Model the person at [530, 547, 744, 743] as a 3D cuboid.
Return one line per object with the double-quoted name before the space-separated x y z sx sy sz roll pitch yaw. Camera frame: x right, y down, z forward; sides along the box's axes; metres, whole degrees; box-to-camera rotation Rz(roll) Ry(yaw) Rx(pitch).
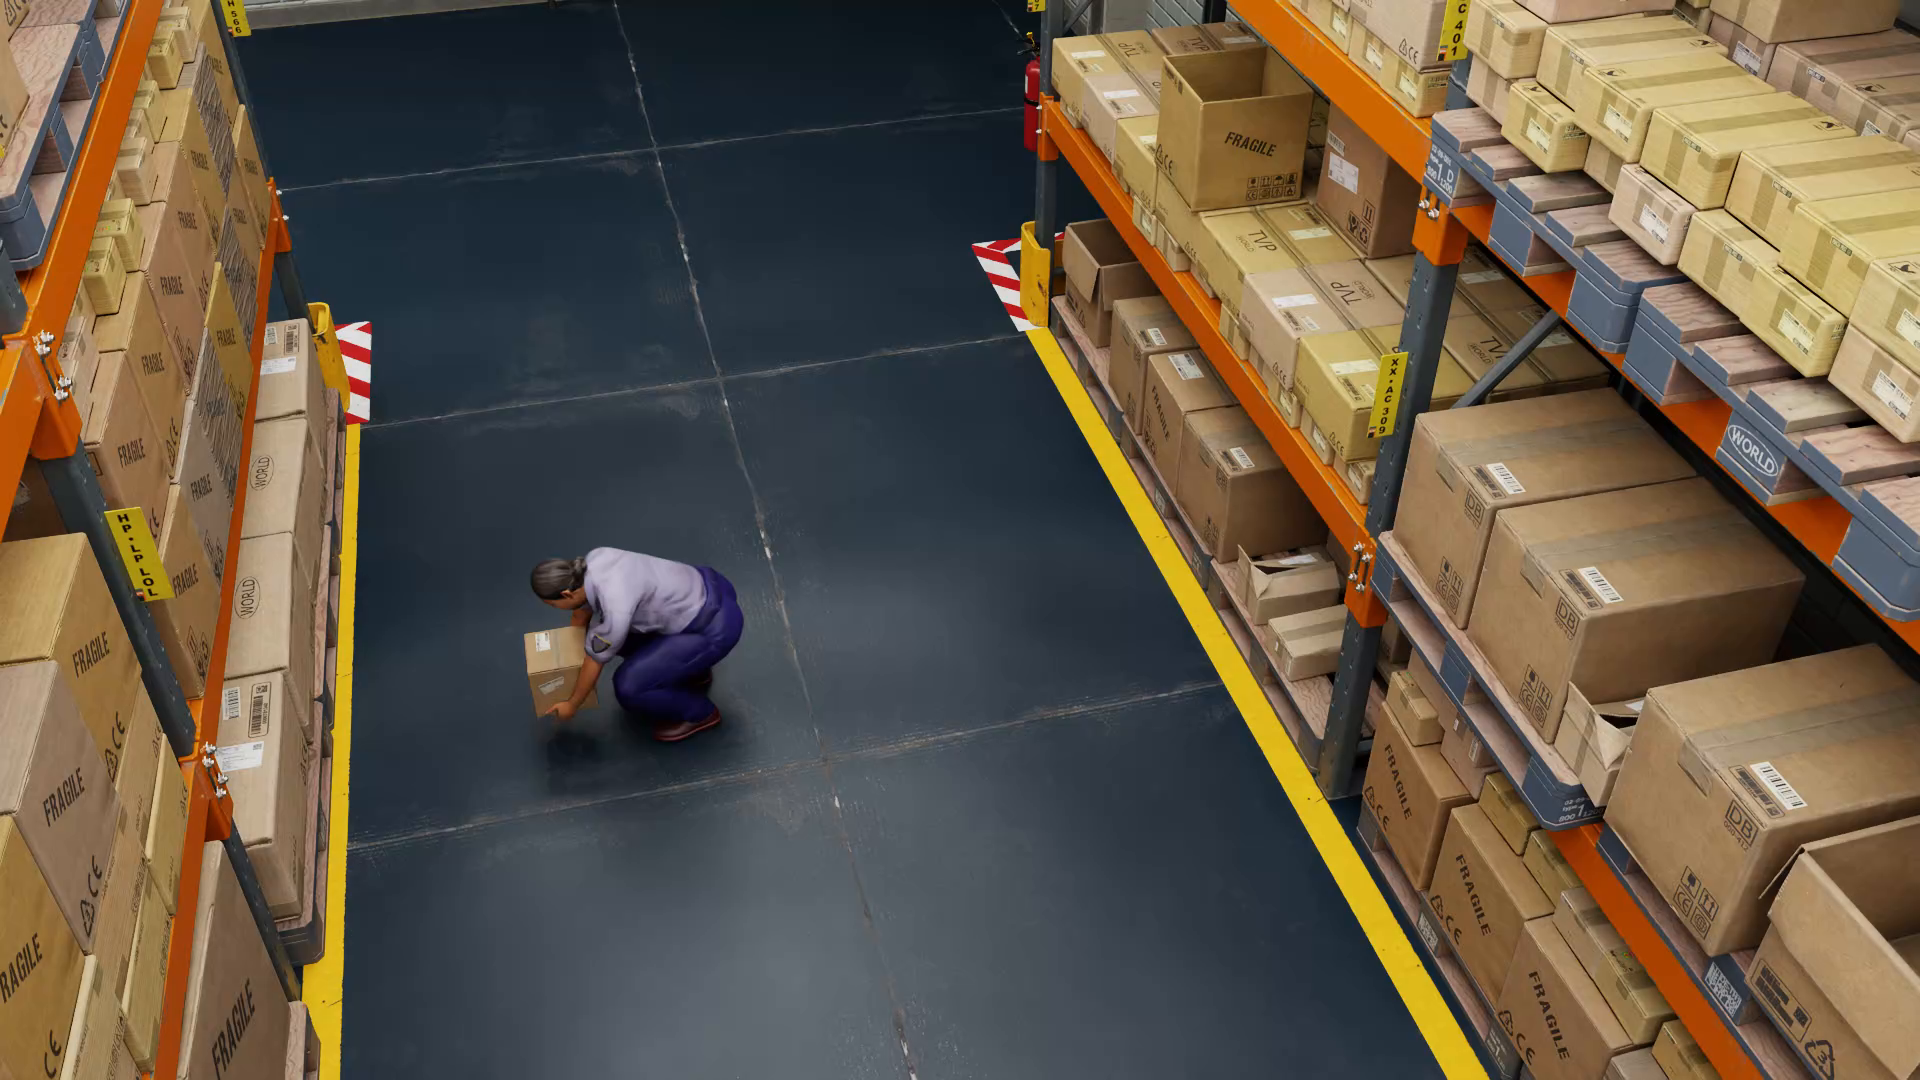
"person" -1.318 0.376 6.831 0.850 0.942 0.507 -10 40 -13
